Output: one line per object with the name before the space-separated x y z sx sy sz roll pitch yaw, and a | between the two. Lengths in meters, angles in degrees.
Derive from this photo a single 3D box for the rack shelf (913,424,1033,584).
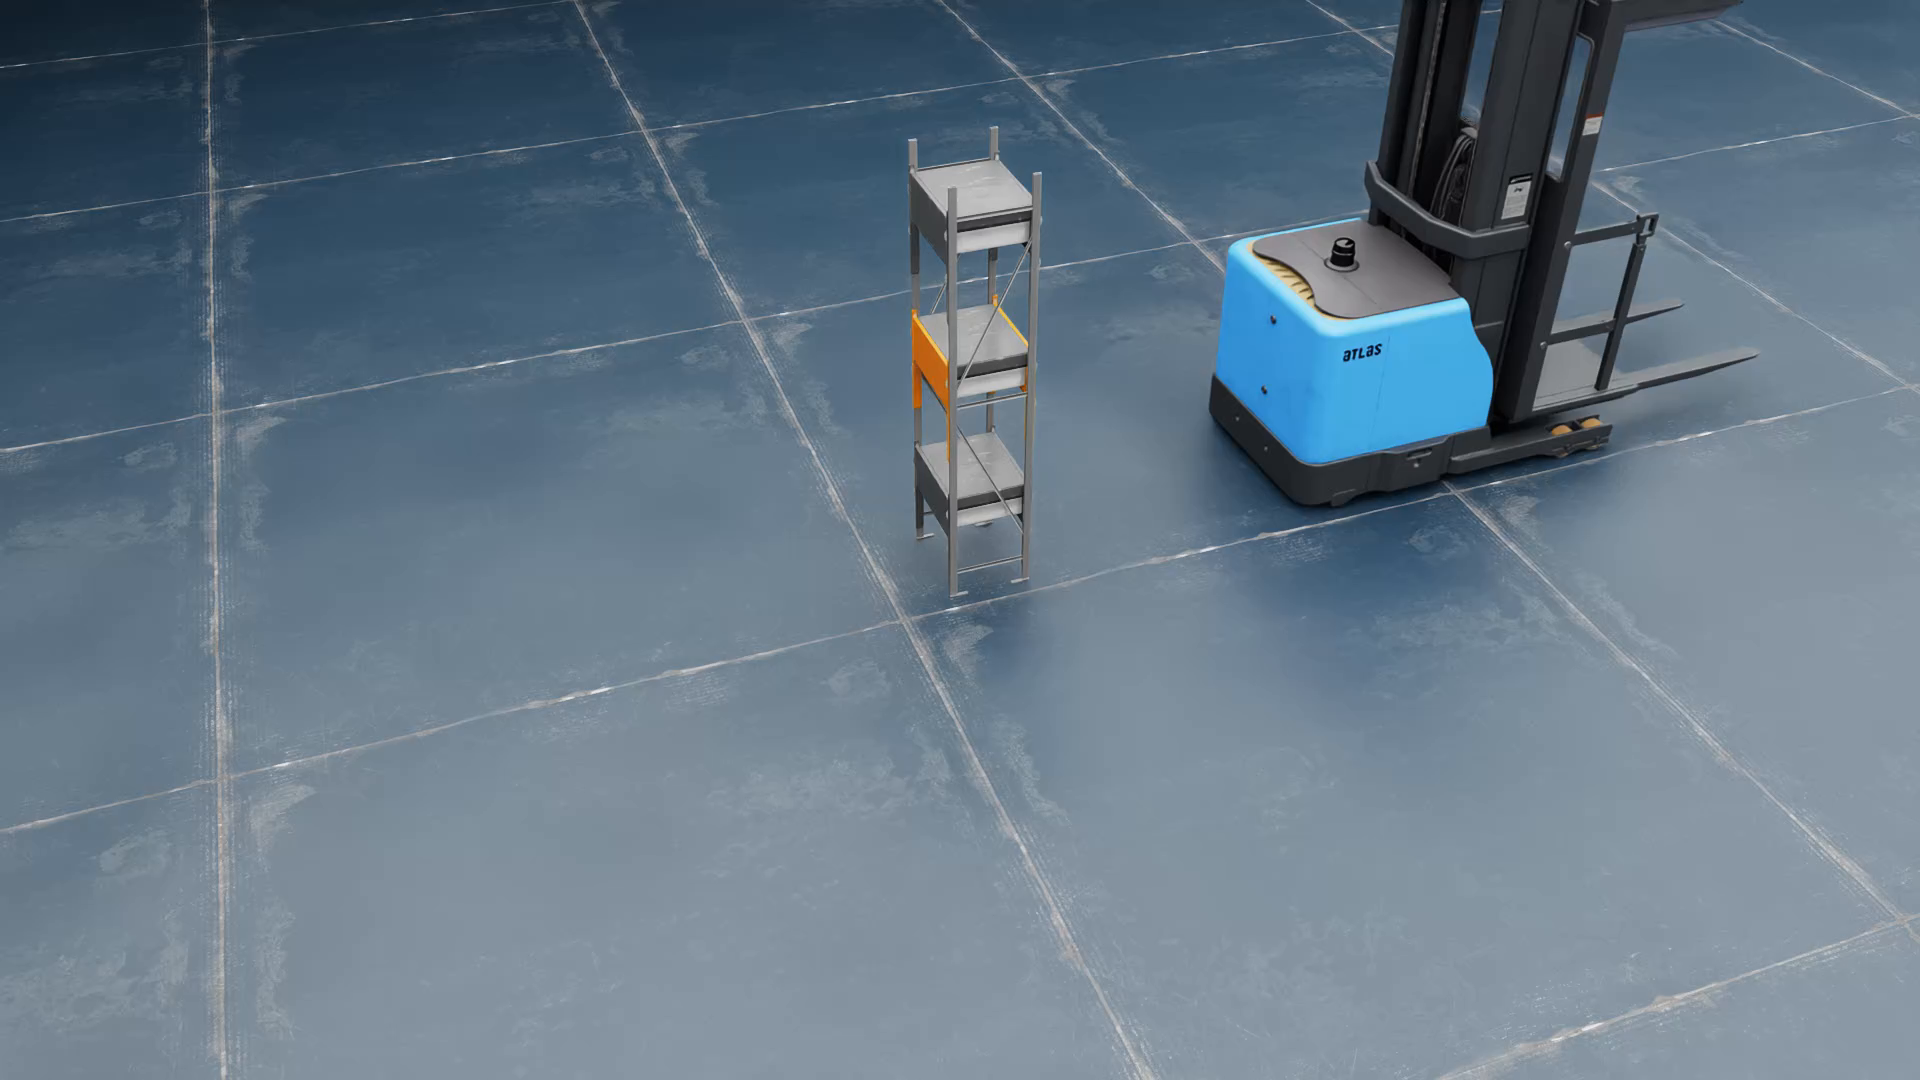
rack shelf | 0.057 -0.175 7.923 0.431 0.518 0.480 -12 39 -16

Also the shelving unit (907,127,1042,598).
shelving unit | 0.057 -0.745 7.494 0.431 2.100 0.503 -12 39 -16

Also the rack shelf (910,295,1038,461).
rack shelf | 0.057 -0.734 7.502 0.431 0.518 0.480 -12 39 -16

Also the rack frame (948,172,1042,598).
rack frame | 0.141 -0.607 7.311 0.400 2.100 0.015 -12 39 -16

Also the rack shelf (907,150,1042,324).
rack shelf | 0.057 -1.293 7.081 0.431 0.518 0.480 -12 39 -16

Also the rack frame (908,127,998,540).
rack frame | -0.027 -0.883 7.677 0.400 2.100 0.015 -12 39 -16

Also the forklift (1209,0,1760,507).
forklift | 2.927 -1.893 8.327 3.031 2.935 1.130 -13 39 -17
